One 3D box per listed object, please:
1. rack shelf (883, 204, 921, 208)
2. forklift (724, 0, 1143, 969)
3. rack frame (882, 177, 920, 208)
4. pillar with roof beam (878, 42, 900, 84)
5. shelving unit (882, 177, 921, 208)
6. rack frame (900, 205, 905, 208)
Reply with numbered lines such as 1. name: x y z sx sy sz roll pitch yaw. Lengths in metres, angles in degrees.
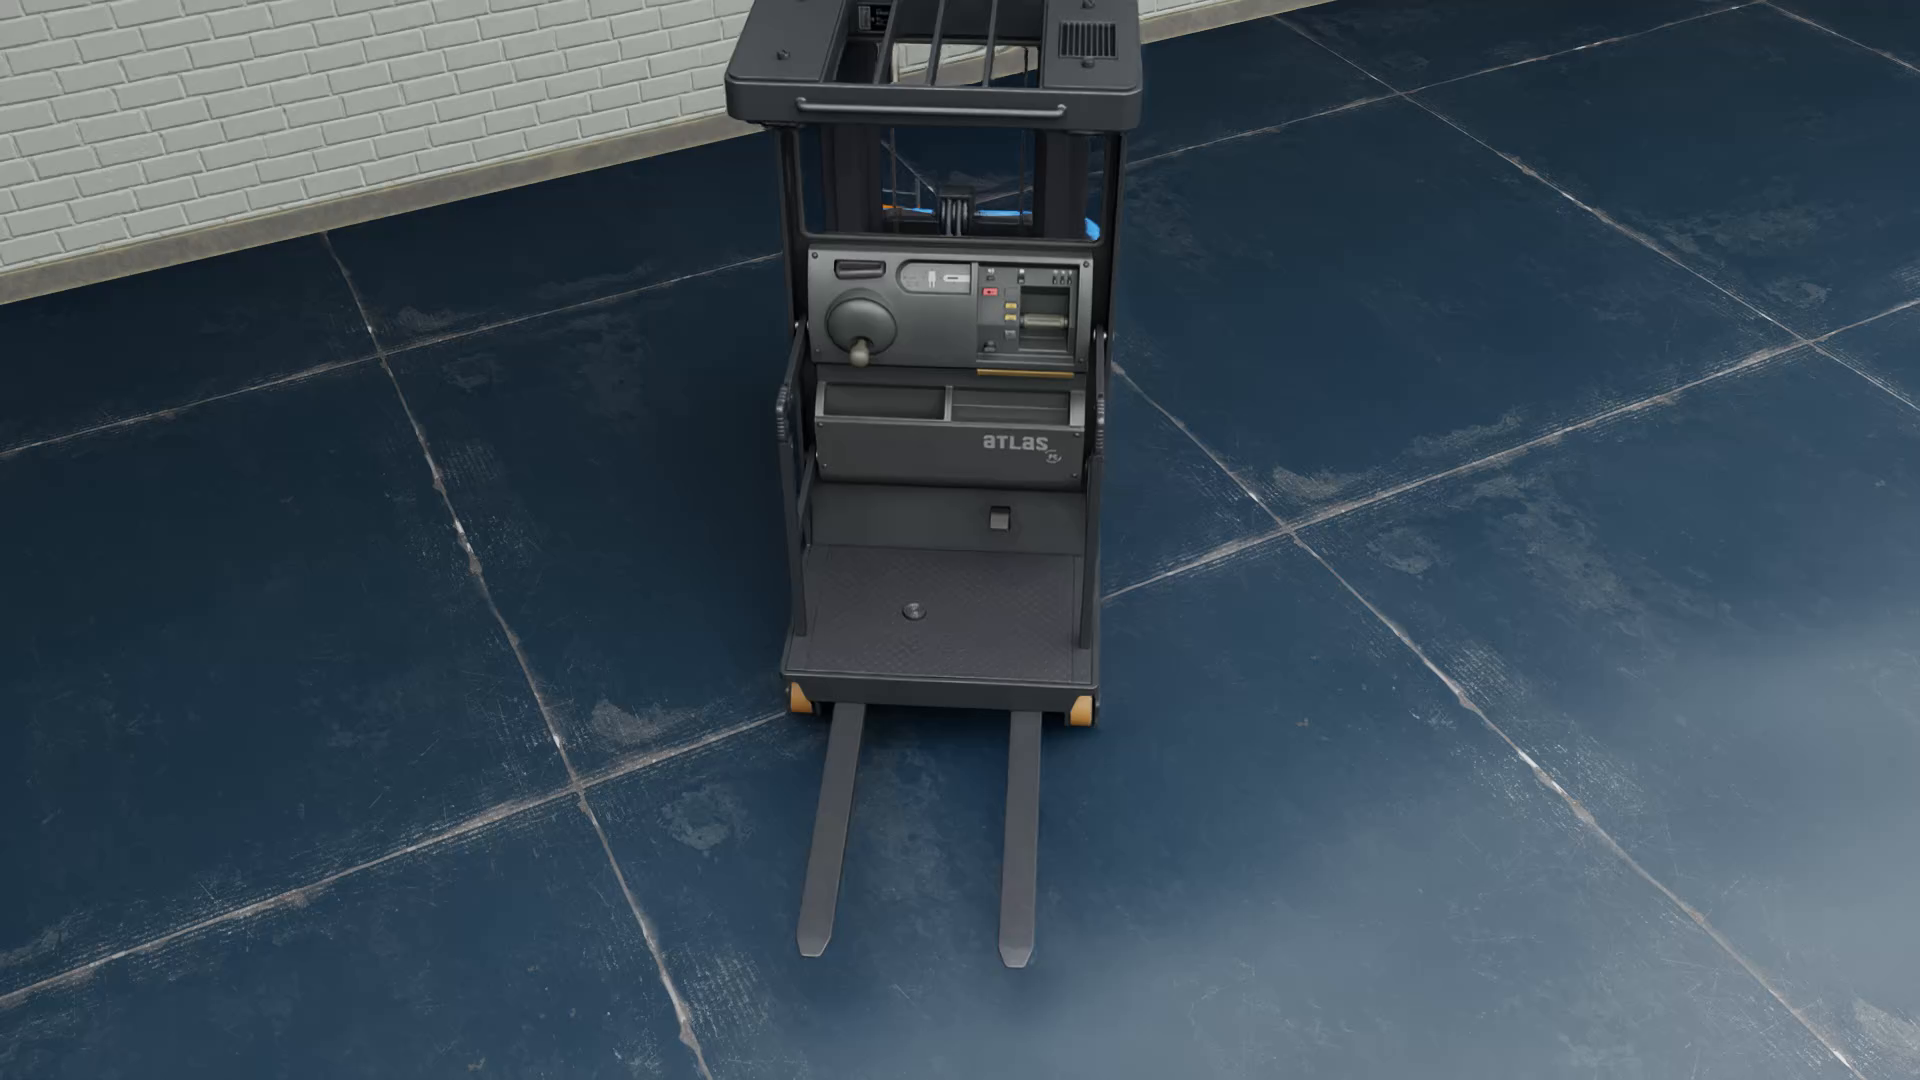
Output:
1. rack shelf: -0.293 -1.251 6.992 0.215 0.259 0.240 9 41 10
2. forklift: -0.045 -0.675 5.278 1.130 2.935 3.031 2 40 3
3. rack frame: -0.264 -1.119 7.259 0.200 1.050 0.008 9 41 10
4. pillar with roof beam: 1.401 -3.404 3.806 0.400 9.000 9.100 -19 44 -21
5. shelving unit: -0.293 -1.042 7.169 0.215 1.050 0.252 9 41 10
6. rack frame: -0.321 -0.966 7.078 0.200 1.050 0.008 9 41 10
